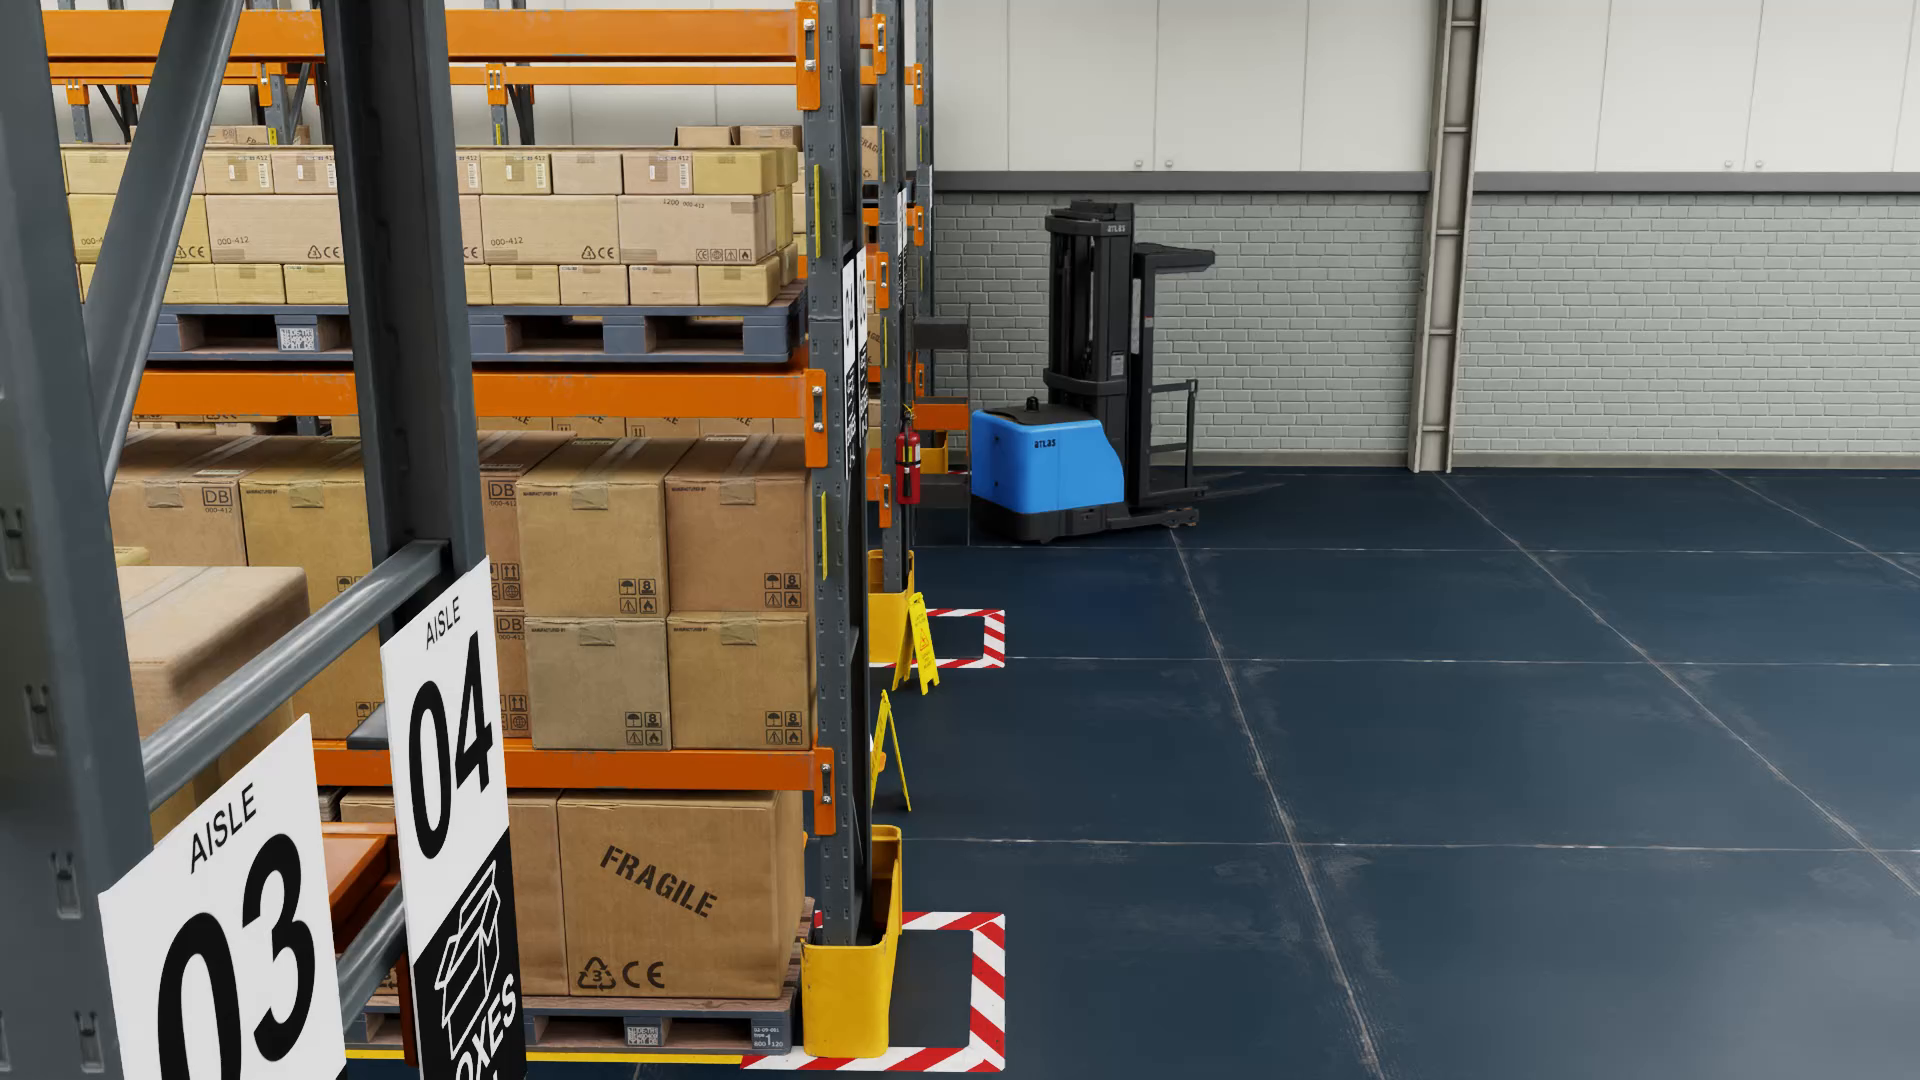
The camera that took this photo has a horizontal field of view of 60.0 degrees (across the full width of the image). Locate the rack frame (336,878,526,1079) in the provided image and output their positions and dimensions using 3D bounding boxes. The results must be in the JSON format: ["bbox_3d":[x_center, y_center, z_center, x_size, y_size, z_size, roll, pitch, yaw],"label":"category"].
[{"bbox_3d":[-0.712,1.785,2.196,0.127,3.000,1.000,0,15,1],"label":"rack frame"}]

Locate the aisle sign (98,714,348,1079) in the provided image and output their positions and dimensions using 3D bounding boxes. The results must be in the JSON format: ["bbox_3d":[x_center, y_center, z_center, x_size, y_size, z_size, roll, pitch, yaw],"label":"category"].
[{"bbox_3d":[-0.658,0.605,1.573,0.004,0.787,0.394,0,15,1],"label":"aisle sign"}]

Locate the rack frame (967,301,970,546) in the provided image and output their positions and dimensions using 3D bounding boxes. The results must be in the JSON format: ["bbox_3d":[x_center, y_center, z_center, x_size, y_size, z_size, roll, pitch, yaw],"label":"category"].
[{"bbox_3d":[0.078,-1.015,14.570,0.015,2.100,0.400,0,15,1],"label":"rack frame"}]

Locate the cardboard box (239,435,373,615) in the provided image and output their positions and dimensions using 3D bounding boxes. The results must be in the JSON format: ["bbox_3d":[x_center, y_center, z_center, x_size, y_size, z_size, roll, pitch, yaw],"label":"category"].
[{"bbox_3d":[-2.496,-0.075,6.834,0.500,0.550,0.875,0,15,1],"label":"cardboard box"}]

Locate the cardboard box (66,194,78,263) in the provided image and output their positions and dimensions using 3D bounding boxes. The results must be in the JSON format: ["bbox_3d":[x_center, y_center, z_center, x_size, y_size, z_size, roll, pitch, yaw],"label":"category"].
[{"bbox_3d":[-3.497,-1.201,6.325,0.500,0.250,0.500,0,15,1],"label":"cardboard box"}]

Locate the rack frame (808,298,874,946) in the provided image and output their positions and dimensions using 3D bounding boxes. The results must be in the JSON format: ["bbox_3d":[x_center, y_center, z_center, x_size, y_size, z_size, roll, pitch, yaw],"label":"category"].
[{"bbox_3d":[-0.484,0.520,6.988,0.127,3.000,1.000,0,15,1],"label":"rack frame"}]

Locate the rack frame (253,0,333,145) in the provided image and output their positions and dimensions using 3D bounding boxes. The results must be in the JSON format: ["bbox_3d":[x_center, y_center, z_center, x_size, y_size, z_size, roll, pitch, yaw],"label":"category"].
[{"bbox_3d":[-4.458,-3.669,11.108,0.127,3.000,1.000,0,15,1],"label":"rack frame"}]

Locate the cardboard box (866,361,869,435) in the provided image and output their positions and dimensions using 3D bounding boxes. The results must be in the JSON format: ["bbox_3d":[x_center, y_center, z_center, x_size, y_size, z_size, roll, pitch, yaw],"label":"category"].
[{"bbox_3d":[-0.925,-1.009,12.004,0.500,0.500,0.500,0,15,1],"label":"cardboard box"}]

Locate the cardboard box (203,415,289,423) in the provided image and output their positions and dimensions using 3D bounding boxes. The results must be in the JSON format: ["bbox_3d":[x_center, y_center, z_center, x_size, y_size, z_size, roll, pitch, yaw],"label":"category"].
[{"bbox_3d":[-4.925,-1.108,11.559,0.500,0.500,0.500,0,15,0],"label":"cardboard box"}]

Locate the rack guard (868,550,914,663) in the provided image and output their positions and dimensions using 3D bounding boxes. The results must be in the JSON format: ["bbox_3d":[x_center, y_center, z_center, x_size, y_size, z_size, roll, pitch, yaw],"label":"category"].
[{"bbox_3d":[-0.535,0.466,12.096,0.348,0.500,1.175,0,15,1],"label":"rack guard"}]

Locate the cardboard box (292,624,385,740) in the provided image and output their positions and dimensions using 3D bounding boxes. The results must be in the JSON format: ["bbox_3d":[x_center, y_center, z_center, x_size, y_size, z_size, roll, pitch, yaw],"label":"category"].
[{"bbox_3d":[-2.494,0.430,7.035,0.500,0.550,0.875,0,15,1],"label":"cardboard box"}]

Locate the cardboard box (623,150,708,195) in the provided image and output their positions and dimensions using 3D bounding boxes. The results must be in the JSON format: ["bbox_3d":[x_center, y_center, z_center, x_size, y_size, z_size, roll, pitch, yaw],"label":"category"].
[{"bbox_3d":[-1.079,-1.363,6.157,0.250,0.149,0.380,0,15,2],"label":"cardboard box"}]

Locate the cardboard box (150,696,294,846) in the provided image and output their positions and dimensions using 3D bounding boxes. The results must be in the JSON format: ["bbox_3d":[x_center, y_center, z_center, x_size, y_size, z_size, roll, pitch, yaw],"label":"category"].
[{"bbox_3d":[-1.187,0.338,2.094,0.500,0.250,0.500,1,15,3],"label":"cardboard box"}]

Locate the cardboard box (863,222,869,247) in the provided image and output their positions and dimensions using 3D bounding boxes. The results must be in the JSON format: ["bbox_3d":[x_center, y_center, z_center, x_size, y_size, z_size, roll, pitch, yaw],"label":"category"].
[{"bbox_3d":[-0.782,-2.157,11.746,0.250,0.149,0.380,0,15,1],"label":"cardboard box"}]

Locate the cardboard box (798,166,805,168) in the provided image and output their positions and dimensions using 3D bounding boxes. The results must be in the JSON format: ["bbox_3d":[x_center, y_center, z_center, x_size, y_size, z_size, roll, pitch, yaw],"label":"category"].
[{"bbox_3d":[-1.061,-2.509,11.519,0.250,0.149,0.380,0,15,1],"label":"cardboard box"}]

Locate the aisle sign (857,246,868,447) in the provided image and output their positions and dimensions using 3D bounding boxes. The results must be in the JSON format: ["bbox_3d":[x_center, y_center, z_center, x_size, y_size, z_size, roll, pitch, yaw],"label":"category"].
[{"bbox_3d":[-0.406,-0.813,6.944,0.004,0.787,0.394,0,15,1],"label":"aisle sign"}]

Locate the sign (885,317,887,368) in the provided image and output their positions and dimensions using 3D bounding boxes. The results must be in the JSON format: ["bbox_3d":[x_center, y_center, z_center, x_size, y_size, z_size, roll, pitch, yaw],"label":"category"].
[{"bbox_3d":[-0.493,-1.314,11.051,0.005,0.325,0.100,0,15,1],"label":"sign"}]

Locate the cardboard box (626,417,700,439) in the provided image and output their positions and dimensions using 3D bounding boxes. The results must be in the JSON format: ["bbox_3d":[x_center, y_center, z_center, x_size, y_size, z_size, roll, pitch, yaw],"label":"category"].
[{"bbox_3d":[-2.009,-0.877,11.504,0.500,0.500,0.500,0,15,1],"label":"cardboard box"}]

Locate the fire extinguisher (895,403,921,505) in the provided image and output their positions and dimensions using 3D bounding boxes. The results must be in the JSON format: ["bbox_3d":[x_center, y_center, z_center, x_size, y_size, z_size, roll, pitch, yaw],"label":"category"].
[{"bbox_3d":[-0.356,-0.587,11.336,0.183,0.674,0.296,0,15,1],"label":"fire extinguisher"}]

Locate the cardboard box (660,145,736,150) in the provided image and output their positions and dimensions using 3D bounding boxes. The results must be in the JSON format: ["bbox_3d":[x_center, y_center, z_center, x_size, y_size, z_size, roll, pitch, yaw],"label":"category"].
[{"bbox_3d":[-1.060,-1.531,6.792,0.250,0.149,0.380,0,15,2],"label":"cardboard box"}]

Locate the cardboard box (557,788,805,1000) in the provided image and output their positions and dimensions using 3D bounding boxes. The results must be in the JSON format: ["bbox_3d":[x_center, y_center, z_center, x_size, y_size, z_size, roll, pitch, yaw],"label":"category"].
[{"bbox_3d":[-1.164,1.357,7.158,0.875,0.875,0.875,0,15,2],"label":"cardboard box"}]

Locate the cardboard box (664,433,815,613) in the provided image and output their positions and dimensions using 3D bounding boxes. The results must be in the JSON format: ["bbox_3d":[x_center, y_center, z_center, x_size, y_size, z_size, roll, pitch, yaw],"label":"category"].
[{"bbox_3d":[-0.854,-0.087,6.877,0.550,0.550,0.875,0,15,1],"label":"cardboard box"}]

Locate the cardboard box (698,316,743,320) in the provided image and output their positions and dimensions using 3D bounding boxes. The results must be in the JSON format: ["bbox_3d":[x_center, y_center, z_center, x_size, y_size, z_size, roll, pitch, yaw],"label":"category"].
[{"bbox_3d":[-1.481,-1.371,11.418,0.500,0.500,0.700,1,15,2],"label":"cardboard box"}]

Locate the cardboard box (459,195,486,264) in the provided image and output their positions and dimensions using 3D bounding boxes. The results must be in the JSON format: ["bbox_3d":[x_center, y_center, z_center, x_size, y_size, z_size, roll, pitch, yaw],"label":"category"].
[{"bbox_3d":[-1.983,-1.192,6.288,0.500,0.250,0.500,0,15,1],"label":"cardboard box"}]

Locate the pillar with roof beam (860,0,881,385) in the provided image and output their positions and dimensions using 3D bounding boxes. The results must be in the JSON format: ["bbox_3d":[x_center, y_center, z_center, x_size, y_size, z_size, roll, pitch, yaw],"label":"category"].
[{"bbox_3d":[-1.119,-4.046,12.535,0.400,9.000,9.100,0,15,1],"label":"pillar with roof beam"}]

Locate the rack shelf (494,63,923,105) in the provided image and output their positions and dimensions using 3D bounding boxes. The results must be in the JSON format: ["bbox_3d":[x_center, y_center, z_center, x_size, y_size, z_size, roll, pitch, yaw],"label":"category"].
[{"bbox_3d":[-2.335,-4.381,16.000,4.000,0.370,1.077,0,15,1],"label":"rack shelf"}]

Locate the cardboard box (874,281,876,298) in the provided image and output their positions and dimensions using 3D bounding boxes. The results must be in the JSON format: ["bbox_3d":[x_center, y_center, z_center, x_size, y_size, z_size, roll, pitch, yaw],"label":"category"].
[{"bbox_3d":[-0.699,-2.463,16.244,0.250,0.149,0.380,0,15,2],"label":"cardboard box"}]

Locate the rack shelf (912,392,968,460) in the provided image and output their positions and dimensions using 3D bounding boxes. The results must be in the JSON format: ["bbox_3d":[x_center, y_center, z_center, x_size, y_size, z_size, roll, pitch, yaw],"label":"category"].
[{"bbox_3d":[-0.165,-1.003,14.580,0.480,0.518,0.431,0,15,1],"label":"rack shelf"}]

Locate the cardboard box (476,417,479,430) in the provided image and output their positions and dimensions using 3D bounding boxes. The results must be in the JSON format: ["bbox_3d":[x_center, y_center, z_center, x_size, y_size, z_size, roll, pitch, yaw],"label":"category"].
[{"bbox_3d":[-3.523,-0.890,11.553,0.500,0.500,0.500,0,15,1],"label":"cardboard box"}]

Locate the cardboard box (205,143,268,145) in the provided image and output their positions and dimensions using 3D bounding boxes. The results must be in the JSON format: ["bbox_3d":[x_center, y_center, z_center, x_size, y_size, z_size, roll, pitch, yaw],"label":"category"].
[{"bbox_3d":[-5.040,-2.563,11.284,0.500,0.250,0.500,1,15,3],"label":"cardboard box"}]

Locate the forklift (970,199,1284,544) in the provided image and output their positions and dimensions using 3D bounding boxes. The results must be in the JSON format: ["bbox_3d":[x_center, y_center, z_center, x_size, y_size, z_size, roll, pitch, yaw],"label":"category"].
[{"bbox_3d":[1.628,-1.632,15.280,3.031,2.935,1.130,-8,17,-27],"label":"forklift"}]

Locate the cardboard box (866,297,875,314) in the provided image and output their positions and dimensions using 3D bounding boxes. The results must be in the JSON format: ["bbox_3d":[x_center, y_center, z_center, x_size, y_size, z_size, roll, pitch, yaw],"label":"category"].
[{"bbox_3d":[-0.946,-2.295,16.193,0.250,0.149,0.380,1,15,2],"label":"cardboard box"}]

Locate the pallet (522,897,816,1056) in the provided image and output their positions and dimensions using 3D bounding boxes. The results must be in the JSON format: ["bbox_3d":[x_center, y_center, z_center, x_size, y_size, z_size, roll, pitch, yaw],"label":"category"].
[{"bbox_3d":[-1.286,1.883,7.288,1.213,0.211,1.003,0,15,1],"label":"pallet"}]

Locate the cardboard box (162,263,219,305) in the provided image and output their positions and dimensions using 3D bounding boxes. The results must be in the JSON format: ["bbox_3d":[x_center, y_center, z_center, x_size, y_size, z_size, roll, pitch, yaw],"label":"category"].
[{"bbox_3d":[-2.855,-0.989,6.302,0.250,0.149,0.380,0,15,1],"label":"cardboard box"}]

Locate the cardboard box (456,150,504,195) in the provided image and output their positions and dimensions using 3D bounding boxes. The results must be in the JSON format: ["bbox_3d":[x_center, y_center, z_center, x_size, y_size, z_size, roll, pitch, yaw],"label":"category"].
[{"bbox_3d":[-1.844,-1.368,6.176,0.250,0.149,0.380,0,15,2],"label":"cardboard box"}]

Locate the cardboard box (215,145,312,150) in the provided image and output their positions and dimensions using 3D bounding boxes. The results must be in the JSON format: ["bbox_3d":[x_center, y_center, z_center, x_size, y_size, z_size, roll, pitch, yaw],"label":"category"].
[{"bbox_3d":[-2.848,-1.542,6.835,0.250,0.149,0.380,0,15,1],"label":"cardboard box"}]

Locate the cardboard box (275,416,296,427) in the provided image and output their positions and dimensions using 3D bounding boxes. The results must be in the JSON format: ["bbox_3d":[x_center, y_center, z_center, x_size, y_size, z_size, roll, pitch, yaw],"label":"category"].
[{"bbox_3d":[-5.002,-0.934,12.171,0.250,0.149,0.380,1,15,2],"label":"cardboard box"}]

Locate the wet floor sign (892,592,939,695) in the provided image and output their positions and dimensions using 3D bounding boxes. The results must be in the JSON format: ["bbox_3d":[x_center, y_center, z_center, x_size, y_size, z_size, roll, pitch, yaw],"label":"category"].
[{"bbox_3d":[-0.296,0.670,11.036,0.232,0.644,0.267,6,16,21],"label":"wet floor sign"}]

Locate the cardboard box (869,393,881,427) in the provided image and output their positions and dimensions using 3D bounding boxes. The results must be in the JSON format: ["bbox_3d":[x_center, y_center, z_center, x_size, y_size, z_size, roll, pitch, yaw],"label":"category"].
[{"bbox_3d":[-0.804,-1.289,16.452,0.500,0.250,0.500,1,15,3],"label":"cardboard box"}]

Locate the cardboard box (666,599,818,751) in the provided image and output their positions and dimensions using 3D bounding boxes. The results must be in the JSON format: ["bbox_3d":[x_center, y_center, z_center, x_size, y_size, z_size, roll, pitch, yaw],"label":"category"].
[{"bbox_3d":[-0.856,0.457,6.934,0.550,0.550,0.875,0,15,1],"label":"cardboard box"}]

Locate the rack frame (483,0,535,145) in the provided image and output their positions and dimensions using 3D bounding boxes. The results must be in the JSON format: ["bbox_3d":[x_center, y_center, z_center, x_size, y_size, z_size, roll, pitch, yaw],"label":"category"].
[{"bbox_3d":[-4.335,-4.935,15.906,0.127,3.000,1.000,0,15,1],"label":"rack frame"}]

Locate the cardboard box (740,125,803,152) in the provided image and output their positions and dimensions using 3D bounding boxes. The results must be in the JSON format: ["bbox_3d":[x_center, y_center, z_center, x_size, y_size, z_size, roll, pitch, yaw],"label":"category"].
[{"bbox_3d":[-1.806,-3.732,16.008,0.500,0.500,0.700,0,15,2],"label":"cardboard box"}]

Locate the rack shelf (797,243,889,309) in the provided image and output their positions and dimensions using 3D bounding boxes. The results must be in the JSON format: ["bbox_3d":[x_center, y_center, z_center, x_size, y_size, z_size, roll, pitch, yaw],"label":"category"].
[{"bbox_3d":[-2.458,-1.858,11.533,4.000,0.370,1.077,0,15,1],"label":"rack shelf"}]

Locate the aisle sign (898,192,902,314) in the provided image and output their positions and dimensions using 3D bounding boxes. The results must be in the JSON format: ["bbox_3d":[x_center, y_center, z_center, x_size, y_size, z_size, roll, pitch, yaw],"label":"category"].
[{"bbox_3d":[-0.404,-1.925,11.161,0.004,0.787,0.394,0,15,1],"label":"aisle sign"}]

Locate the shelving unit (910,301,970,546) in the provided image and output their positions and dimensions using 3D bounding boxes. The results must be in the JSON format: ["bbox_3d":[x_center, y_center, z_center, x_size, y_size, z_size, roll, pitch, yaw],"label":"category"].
[{"bbox_3d":[-0.165,-1.016,14.576,0.503,2.100,0.431,0,15,1],"label":"shelving unit"}]

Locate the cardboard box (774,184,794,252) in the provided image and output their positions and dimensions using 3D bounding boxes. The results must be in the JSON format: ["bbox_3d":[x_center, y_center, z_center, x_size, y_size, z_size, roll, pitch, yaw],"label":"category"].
[{"bbox_3d":[-0.960,-1.321,6.780,0.500,0.250,0.500,0,15,1],"label":"cardboard box"}]

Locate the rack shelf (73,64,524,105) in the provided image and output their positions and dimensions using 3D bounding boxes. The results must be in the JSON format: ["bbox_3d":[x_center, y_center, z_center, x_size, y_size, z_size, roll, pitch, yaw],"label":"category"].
[{"bbox_3d":[-6.334,-4.407,16.098,4.000,0.370,1.077,0,15,1],"label":"rack shelf"}]

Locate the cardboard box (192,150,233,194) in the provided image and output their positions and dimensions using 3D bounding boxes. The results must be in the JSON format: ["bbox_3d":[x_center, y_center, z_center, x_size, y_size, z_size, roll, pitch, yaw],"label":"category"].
[{"bbox_3d":[-2.856,-1.375,6.200,0.250,0.149,0.380,0,15,1],"label":"cardboard box"}]

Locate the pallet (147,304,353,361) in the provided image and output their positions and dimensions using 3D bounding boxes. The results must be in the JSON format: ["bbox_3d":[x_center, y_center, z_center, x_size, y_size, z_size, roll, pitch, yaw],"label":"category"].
[{"bbox_3d":[-2.449,-0.897,6.652,1.213,0.211,1.003,0,15,1],"label":"pallet"}]

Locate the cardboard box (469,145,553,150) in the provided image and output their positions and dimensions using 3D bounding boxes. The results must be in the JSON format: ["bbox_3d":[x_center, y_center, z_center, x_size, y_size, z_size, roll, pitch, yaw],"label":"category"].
[{"bbox_3d":[-1.826,-1.536,6.811,0.250,0.149,0.380,0,15,0],"label":"cardboard box"}]

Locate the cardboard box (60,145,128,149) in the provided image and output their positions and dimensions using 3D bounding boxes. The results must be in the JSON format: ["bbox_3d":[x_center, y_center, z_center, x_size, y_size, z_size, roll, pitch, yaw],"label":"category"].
[{"bbox_3d":[-3.606,-1.547,6.854,0.250,0.149,0.380,0,15,1],"label":"cardboard box"}]

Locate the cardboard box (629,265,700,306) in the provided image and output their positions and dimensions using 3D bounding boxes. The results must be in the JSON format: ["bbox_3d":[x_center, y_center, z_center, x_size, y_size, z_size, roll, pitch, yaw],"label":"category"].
[{"bbox_3d":[-1.077,-0.978,6.258,0.250,0.149,0.380,0,15,2],"label":"cardboard box"}]

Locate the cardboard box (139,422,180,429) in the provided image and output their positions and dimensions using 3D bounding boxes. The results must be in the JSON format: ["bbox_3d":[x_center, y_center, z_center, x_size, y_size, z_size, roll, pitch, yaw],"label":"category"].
[{"bbox_3d":[-5.501,-0.782,11.593,0.250,0.149,0.380,0,15,0],"label":"cardboard box"}]

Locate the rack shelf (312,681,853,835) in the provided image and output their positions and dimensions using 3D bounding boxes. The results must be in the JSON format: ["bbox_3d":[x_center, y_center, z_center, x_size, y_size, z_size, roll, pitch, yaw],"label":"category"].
[{"bbox_3d":[-2.484,0.855,7.129,4.000,0.370,1.077,0,15,1],"label":"rack shelf"}]

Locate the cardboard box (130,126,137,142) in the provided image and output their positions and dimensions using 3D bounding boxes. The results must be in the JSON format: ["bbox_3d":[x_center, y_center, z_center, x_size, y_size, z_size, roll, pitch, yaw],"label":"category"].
[{"bbox_3d":[-7.615,-3.744,16.055,0.500,0.500,0.500,1,15,2],"label":"cardboard box"}]

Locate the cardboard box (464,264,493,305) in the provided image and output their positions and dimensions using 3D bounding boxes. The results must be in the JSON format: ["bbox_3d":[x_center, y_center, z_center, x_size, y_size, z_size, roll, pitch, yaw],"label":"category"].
[{"bbox_3d":[-1.843,-0.982,6.276,0.250,0.149,0.380,0,15,1],"label":"cardboard box"}]
